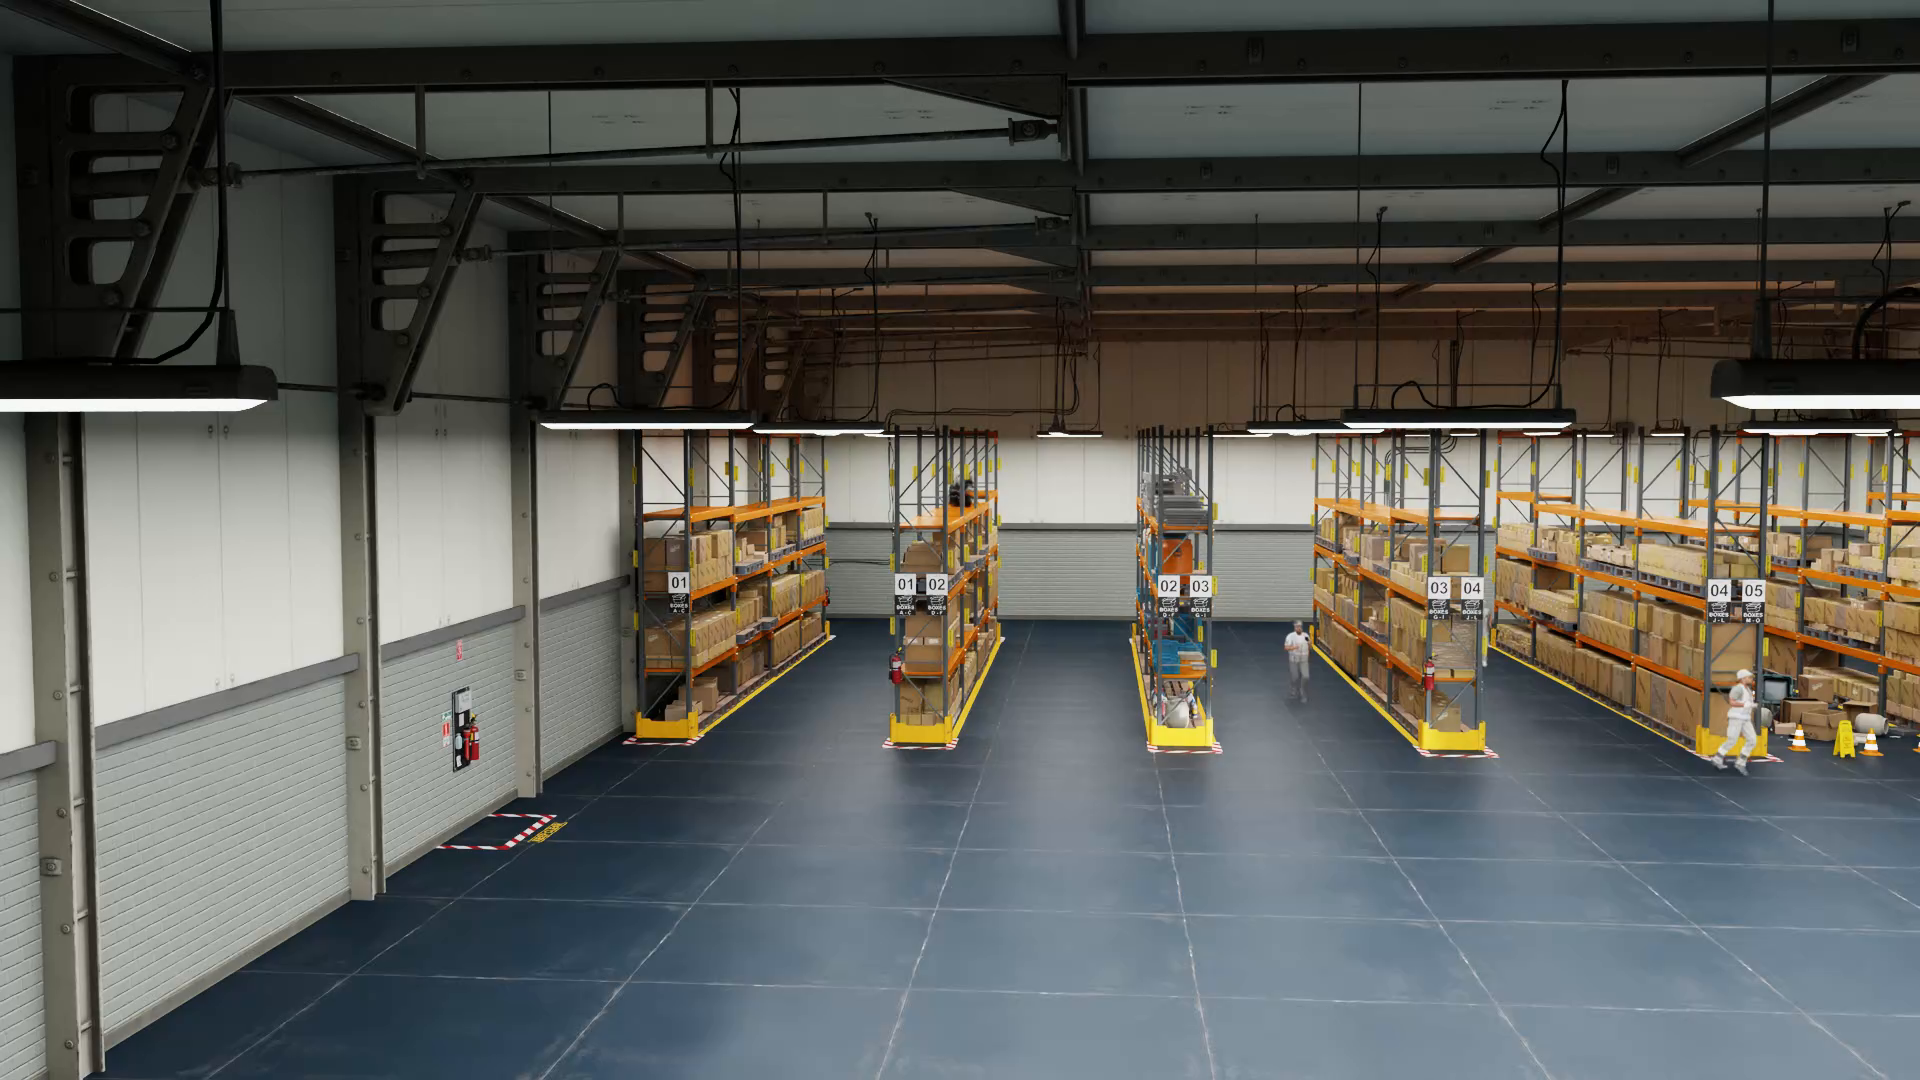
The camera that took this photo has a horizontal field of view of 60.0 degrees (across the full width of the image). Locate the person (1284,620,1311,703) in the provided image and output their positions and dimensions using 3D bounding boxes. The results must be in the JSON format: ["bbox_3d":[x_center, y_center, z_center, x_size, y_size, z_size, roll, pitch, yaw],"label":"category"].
[{"bbox_3d":[7.412,2.664,36.355,0.640,1.840,0.726,0,3,-2],"label":"person"}]

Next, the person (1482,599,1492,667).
[{"bbox_3d":[13.306,2.333,42.432,0.578,1.684,0.954,0,3,7],"label":"person"}]

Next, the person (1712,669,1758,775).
[{"bbox_3d":[13.454,3.127,28.655,0.662,1.805,0.722,-2,4,-32],"label":"person"}]

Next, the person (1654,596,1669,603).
[{"bbox_3d":[19.864,2.010,47.253,0.916,1.693,0.710,1,4,22],"label":"person"}]

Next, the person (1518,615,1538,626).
[{"bbox_3d":[16.249,1.998,47.406,0.831,1.780,0.697,0,3,8],"label":"person"}]
